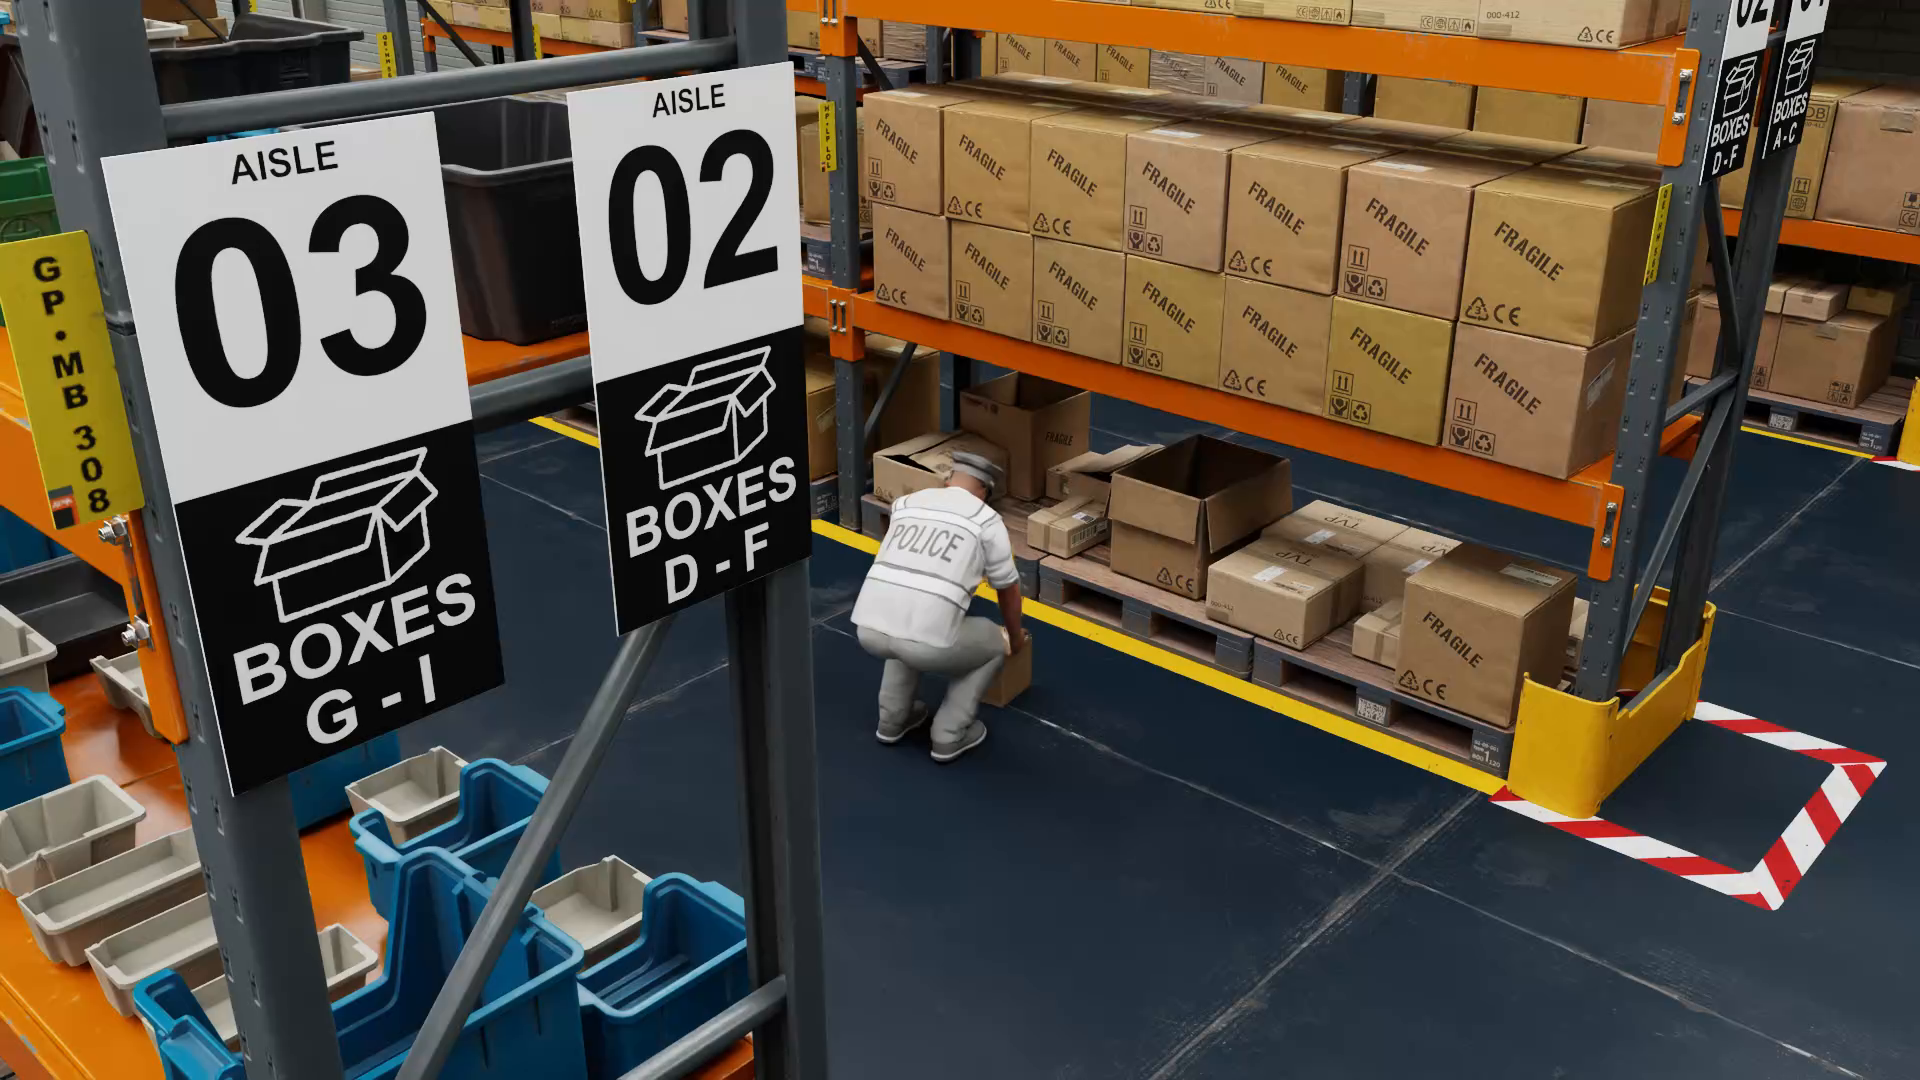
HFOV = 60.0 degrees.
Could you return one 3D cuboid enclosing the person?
[{"bbox_3d":[-0.093,0.262,6.783,0.573,1.124,0.923,14,27,29],"label":"person"}]
